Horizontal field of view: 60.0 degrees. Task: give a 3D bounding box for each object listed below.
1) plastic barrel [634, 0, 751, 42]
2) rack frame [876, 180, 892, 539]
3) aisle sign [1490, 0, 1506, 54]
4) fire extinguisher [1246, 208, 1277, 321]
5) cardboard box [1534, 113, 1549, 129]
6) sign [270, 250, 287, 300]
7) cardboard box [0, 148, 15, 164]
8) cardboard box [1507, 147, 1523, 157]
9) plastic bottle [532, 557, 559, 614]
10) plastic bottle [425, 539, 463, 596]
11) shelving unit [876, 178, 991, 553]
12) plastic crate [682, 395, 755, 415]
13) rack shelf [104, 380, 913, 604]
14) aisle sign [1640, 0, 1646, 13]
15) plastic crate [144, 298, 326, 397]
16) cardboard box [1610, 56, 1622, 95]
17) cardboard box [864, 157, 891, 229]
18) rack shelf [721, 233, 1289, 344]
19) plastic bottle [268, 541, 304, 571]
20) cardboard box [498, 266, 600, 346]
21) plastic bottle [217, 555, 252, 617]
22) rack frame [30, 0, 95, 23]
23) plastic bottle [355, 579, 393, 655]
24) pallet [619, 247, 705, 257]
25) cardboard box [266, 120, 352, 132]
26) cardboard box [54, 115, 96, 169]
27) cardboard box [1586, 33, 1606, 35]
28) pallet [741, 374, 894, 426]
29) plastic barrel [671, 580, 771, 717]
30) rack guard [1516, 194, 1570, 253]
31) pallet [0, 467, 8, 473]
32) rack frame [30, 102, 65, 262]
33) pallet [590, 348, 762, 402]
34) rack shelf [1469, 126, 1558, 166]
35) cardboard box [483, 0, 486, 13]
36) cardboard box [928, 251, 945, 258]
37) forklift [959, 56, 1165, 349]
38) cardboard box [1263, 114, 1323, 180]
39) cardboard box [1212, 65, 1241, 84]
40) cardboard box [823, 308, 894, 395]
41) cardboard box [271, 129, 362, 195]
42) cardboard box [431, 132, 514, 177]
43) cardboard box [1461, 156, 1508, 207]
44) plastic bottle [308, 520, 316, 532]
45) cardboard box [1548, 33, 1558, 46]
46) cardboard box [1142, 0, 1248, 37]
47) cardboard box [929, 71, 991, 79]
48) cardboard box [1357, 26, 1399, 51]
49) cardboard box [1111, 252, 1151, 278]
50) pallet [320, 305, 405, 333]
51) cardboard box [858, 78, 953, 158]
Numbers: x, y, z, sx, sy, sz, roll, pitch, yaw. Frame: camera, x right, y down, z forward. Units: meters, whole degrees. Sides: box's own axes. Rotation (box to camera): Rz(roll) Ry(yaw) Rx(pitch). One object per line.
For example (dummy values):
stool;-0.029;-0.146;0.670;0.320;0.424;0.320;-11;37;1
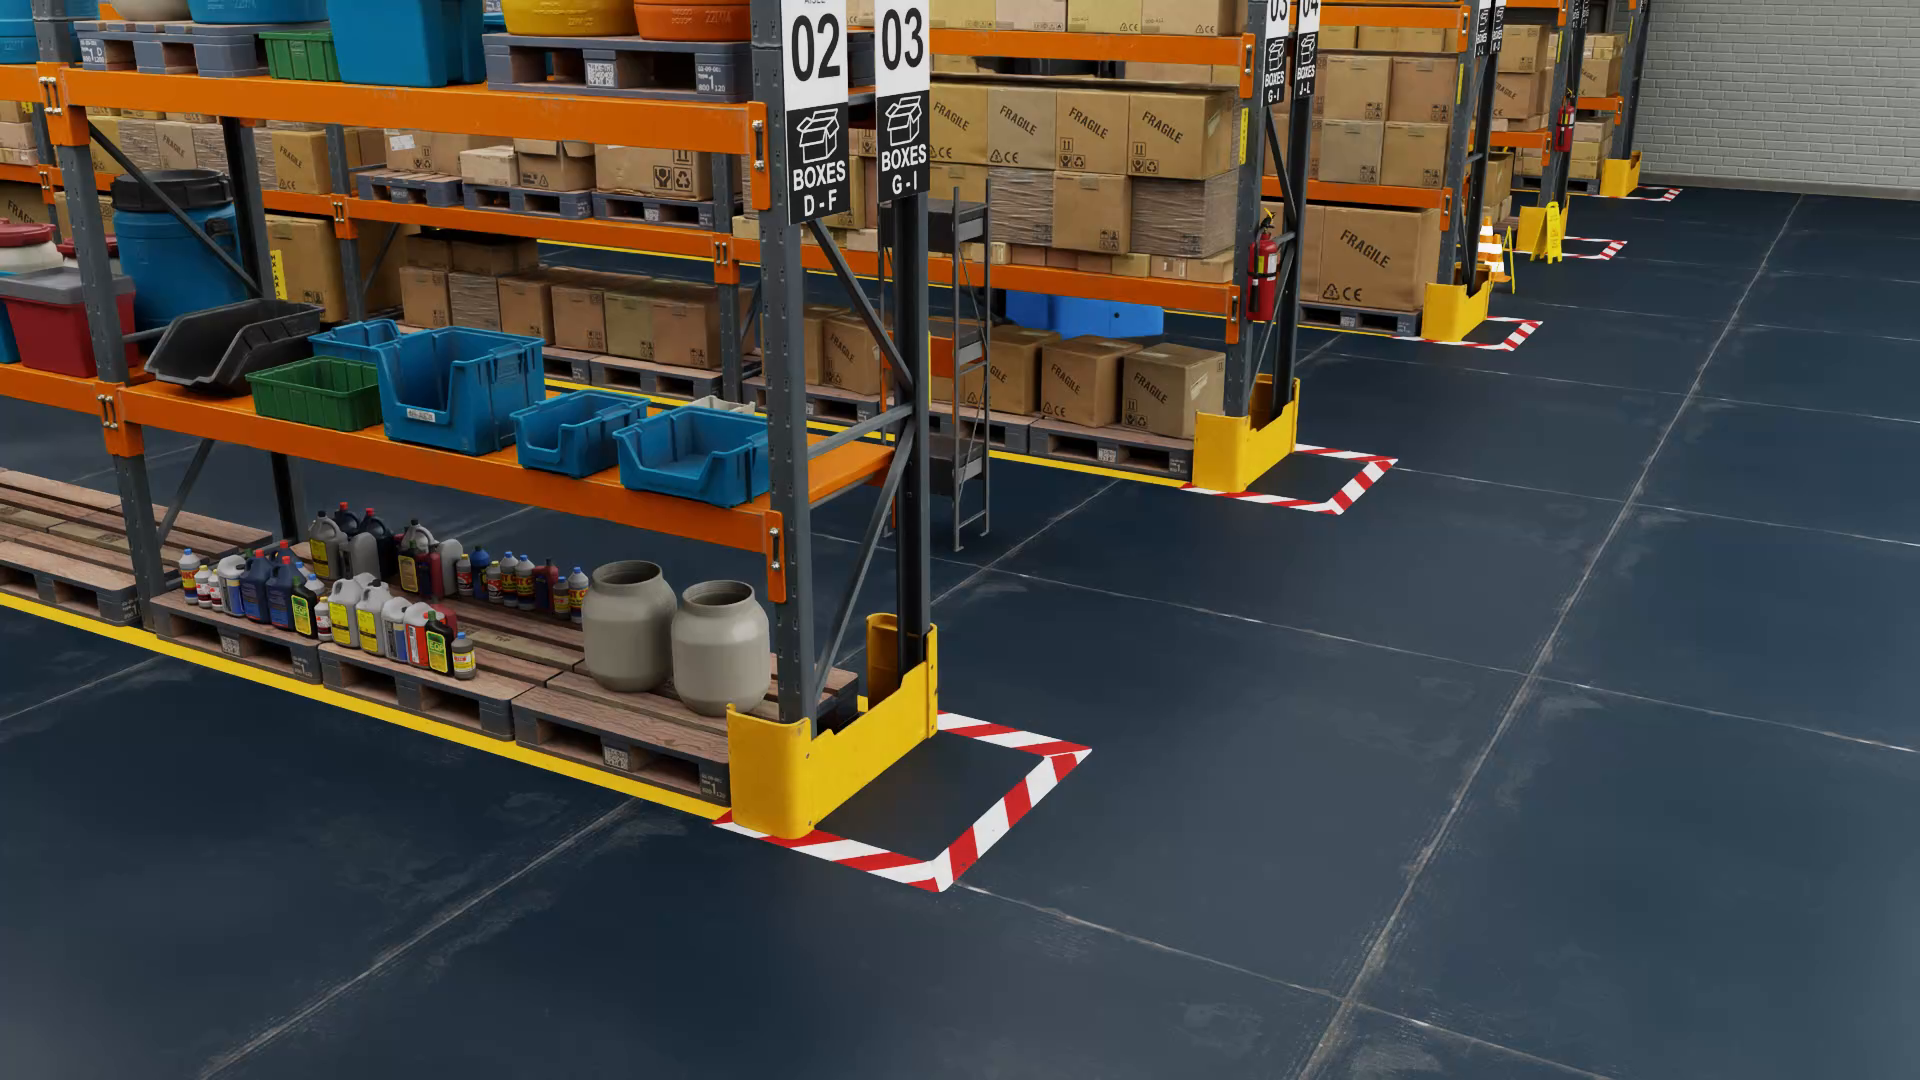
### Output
plastic barrel;-0.910;-2.270;6.081;0.708;0.830;0.600;11;23;27
rack frame;-0.358;-1.055;9.695;0.015;2.100;0.400;11;23;27
aisle sign;4.707;-4.652;14.478;0.004;0.787;0.394;11;23;27
fire extinguisher;1.867;-1.700;10.266;0.183;0.674;0.296;11;23;27
cardboard box;6.629;-4.843;19.185;0.250;0.149;0.380;11;23;28
sign;-3.638;-1.375;8.851;0.005;0.325;0.100;11;23;27
cardboard box;-9.136;-3.766;16.217;0.250;0.149;0.380;11;23;28
cardboard box;7.771;-5.615;23.629;0.500;0.250;0.500;10;22;26
plastic bottle;-2.043;0.215;8.212;0.133;0.283;0.061;11;23;28
plastic bottle;-2.624;0.126;8.469;0.135;0.276;0.152;11;23;28
shelving unit;-0.144;-1.015;9.583;0.503;2.100;0.431;11;23;27
plastic crate;-1.048;-0.539;7.338;0.250;0.136;0.298;11;23;27
rack shelf;-2.170;-0.412;7.658;4.000;0.370;1.077;11;23;27
aisle sign;9.156;-7.445;22.177;0.004;0.787;0.394;11;23;27
plastic crate;-3.521;-0.929;8.118;0.504;0.338;0.767;11;23;27
cardboard box;8.945;-6.533;23.330;0.500;0.500;0.500;12;23;29
cardboard box;-0.233;-2.504;11.788;0.500;0.500;0.875;11;23;27
rack shelf;0.246;-1.887;11.723;4.000;0.370;1.077;11;23;27
plastic bottle;-3.343;0.170;8.237;0.185;0.351;0.144;11;23;27
cardboard box;-3.409;-1.968;13.913;0.500;0.500;0.700;13;24;32
plastic bottle;-3.556;0.220;8.210;0.135;0.276;0.152;12;23;29
rack frame;-3.916;-3.903;7.429;0.127;3.000;1.000;11;23;27
plastic bottle;-2.715;0.346;7.752;0.185;0.351;0.144;12;23;30
pallet;-3.167;-3.502;19.210;1.213;0.211;1.003;11;23;27
cardboard box;-5.623;-3.868;14.511;0.637;0.503;0.797;12;23;29
cardboard box;-8.205;-3.784;15.752;0.500;0.500;0.500;11;23;27
cardboard box;8.852;-6.995;23.216;0.250;0.149;0.380;12;23;29
pallet;-0.897;-1.146;12.714;1.213;0.211;1.003;11;23;27
plastic barrel;-1.036;0.467;7.210;0.421;0.512;0.421;0;20;0
rack guard;6.758;-3.680;19.277;0.348;0.500;1.175;11;23;27
pallet;-6.750;-0.297;10.375;1.213;0.211;1.003;11;23;27
rack frame;-8.484;-3.888;16.185;0.127;3.000;1.000;11;23;27
pallet;-2.181;-1.376;13.348;1.213;0.211;1.003;11;23;27
rack shelf;5.079;-4.837;19.856;4.000;0.370;1.077;11;23;27
cardboard box;-3.805;-4.240;12.977;0.500;0.250;0.500;11;23;28
cardboard box;-0.143;-2.069;11.538;0.250;0.149;0.380;11;23;27
forklift;0.732;-3.199;14.387;1.130;2.935;3.031;-6;21;-17
cardboard box;3.234;-3.686;15.409;0.550;0.550;0.875;11;23;27
cardboard box;2.720;-4.251;15.381;0.500;0.550;0.875;11;23;27
cardboard box;-0.667;-1.409;12.399;0.500;0.500;0.500;-17;26;-39
cardboard box;-5.544;-3.278;14.357;0.500;0.500;0.500;12;23;29
cardboard box;-3.965;-3.326;13.874;0.500;0.500;0.700;15;25;35
cardboard box;5.998;-4.156;19.239;0.500;0.500;0.500;11;23;28
plastic bottle;-3.447;-0.007;8.944;0.097;0.201;0.097;0;20;0
cardboard box;8.174;-6.940;23.065;0.250;0.149;0.380;11;23;28
cardboard box;1.447;-3.237;10.210;0.500;0.250;0.500;11;23;29
cardboard box;-0.100;-3.055;11.840;0.500;0.500;0.500;11;23;27
cardboard box;4.971;-5.784;19.363;0.500;0.500;0.700;11;22;27
cardboard box;1.181;-1.828;10.875;0.250;0.149;0.380;11;23;27
pallet;-5.644;-2.066;15.250;1.213;0.211;1.003;11;23;27
cardboard box;-0.358;-2.898;11.406;0.500;0.500;0.500;11;23;27
